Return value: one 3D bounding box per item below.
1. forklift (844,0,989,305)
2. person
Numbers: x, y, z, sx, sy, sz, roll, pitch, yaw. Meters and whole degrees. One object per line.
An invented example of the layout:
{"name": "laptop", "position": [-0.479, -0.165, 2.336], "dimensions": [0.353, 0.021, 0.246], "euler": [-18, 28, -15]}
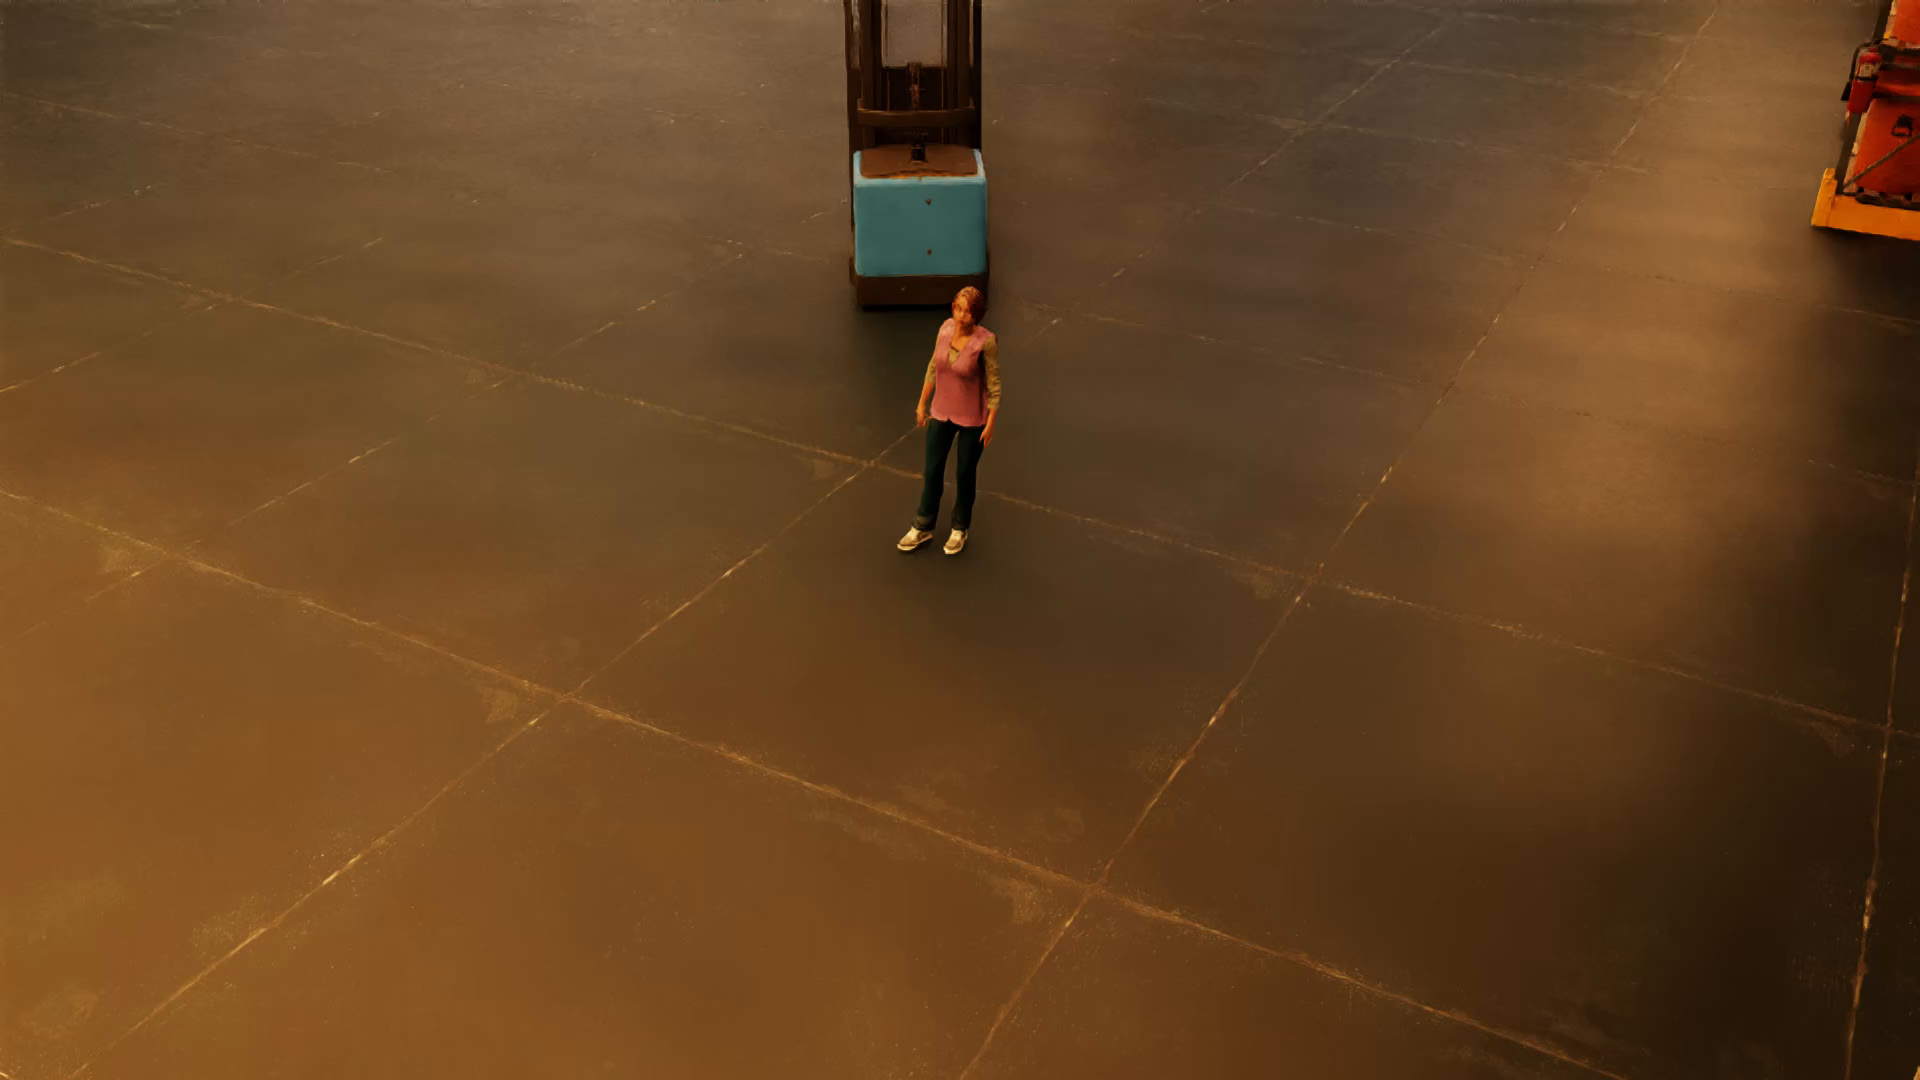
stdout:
{"name": "forklift", "position": [-0.389, -3.818, 13.686], "dimensions": [1.130, 2.935, 3.031], "euler": [-2, 30, -3]}
{"name": "person", "position": [-0.048, -0.669, 9.550], "dimensions": [0.520, 1.597, 0.474], "euler": [15, 33, 25]}
